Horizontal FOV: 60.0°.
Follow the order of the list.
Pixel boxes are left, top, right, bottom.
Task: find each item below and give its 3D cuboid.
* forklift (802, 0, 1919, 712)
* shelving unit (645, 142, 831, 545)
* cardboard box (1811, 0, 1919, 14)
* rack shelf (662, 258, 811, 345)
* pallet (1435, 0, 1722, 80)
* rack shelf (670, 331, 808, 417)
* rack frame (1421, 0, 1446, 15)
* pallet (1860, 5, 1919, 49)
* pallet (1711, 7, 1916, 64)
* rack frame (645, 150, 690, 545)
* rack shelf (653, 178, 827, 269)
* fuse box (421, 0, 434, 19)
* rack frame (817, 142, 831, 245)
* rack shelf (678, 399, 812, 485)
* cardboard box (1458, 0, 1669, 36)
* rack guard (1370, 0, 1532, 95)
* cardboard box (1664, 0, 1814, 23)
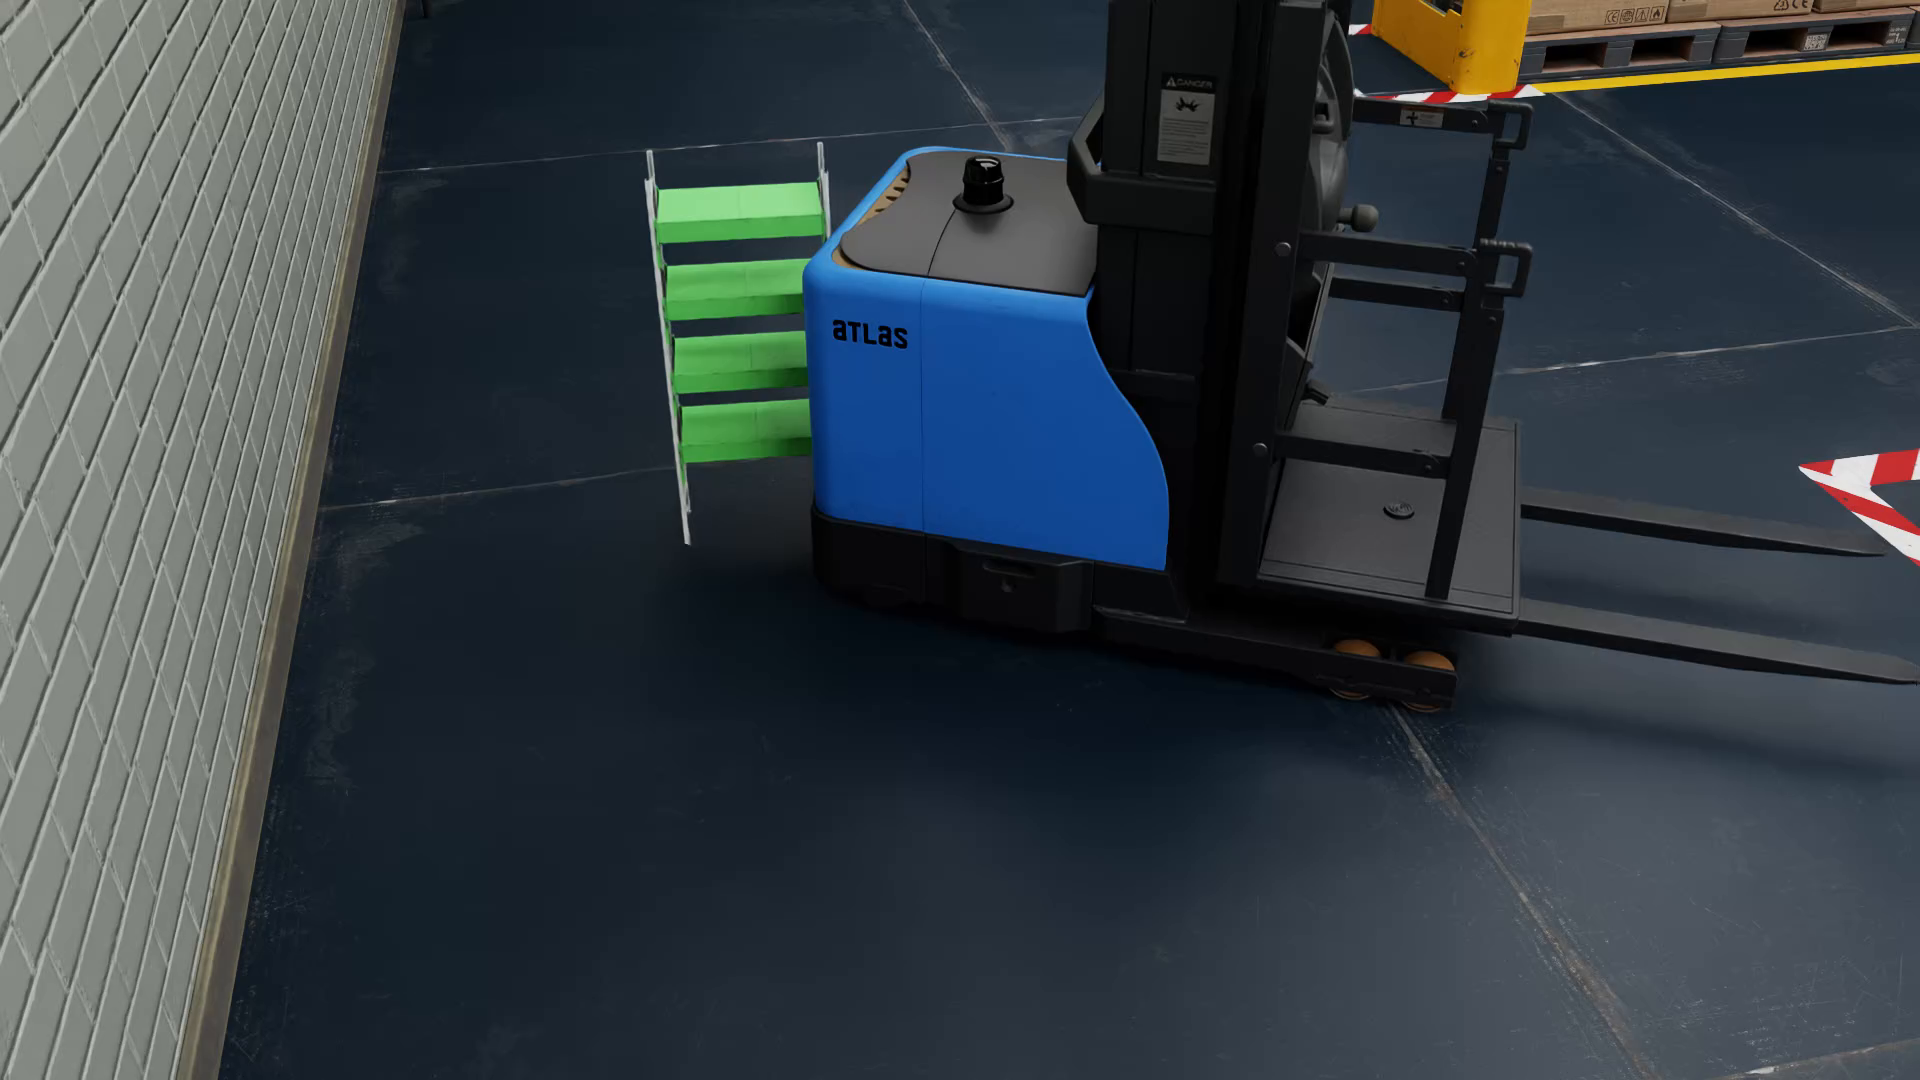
[{"bbox_3d":[1.138,-1.077,4.224,3.031,2.935,1.130,9,35,13],"label":"forklift"},{"bbox_3d":[-0.631,-0.568,5.020,0.503,1.200,0.258,-4,34,-6],"label":"shelving unit"},{"bbox_3d":[5.077,-3.389,9.531,0.875,0.438,0.875,-8,35,-12],"label":"cardboard box"},{"bbox_3d":[-0.631,-0.715,4.922,0.480,0.148,0.258,-4,34,-6],"label":"rack shelf"},{"bbox_3d":[3.447,-2.899,9.381,1.213,0.211,1.003,-7,35,-11],"label":"pallet"},{"bbox_3d":[-0.631,-0.515,5.056,0.480,0.148,0.258,-4,34,-6],"label":"rack shelf"},{"bbox_3d":[2.684,-3.916,8.394,0.127,3.000,1.000,-7,35,-11],"label":"rack frame"},{"bbox_3d":[5.827,-3.199,9.828,1.213,0.211,1.003,-7,35,-11],"label":"pallet"},{"bbox_3d":[4.634,-3.047,9.601,1.213,0.211,1.003,-7,35,-11],"label":"pallet"},{"bbox_3d":[-0.873,-0.551,4.994,0.015,1.200,0.240,-4,34,-6],"label":"rack frame"},{"bbox_3d":[-0.631,-0.914,4.788,0.480,0.148,0.258,-4,34,-6],"label":"rack shelf"},{"bbox_3d":[-3.132,-3.835,9.429,0.414,1.711,0.539,-7,35,-11],"label":"fuse box"},{"bbox_3d":[-0.389,-0.586,5.047,0.015,1.200,0.240,-4,34,-6],"label":"rack frame"},{"bbox_3d":[-0.631,-0.316,5.190,0.480,0.148,0.258,-4,34,-6],"label":"rack shelf"},{"bbox_3d":[3.306,-3.162,9.193,0.875,0.438,0.875,-8,35,-12],"label":"cardboard box"},{"bbox_3d":[2.661,-2.875,9.086,0.348,0.500,1.175,-7,35,-11],"label":"rack guard"},{"bbox_3d":[4.197,-3.279,9.367,0.875,0.438,0.875,-6,34,-9],"label":"cardboard box"}]
